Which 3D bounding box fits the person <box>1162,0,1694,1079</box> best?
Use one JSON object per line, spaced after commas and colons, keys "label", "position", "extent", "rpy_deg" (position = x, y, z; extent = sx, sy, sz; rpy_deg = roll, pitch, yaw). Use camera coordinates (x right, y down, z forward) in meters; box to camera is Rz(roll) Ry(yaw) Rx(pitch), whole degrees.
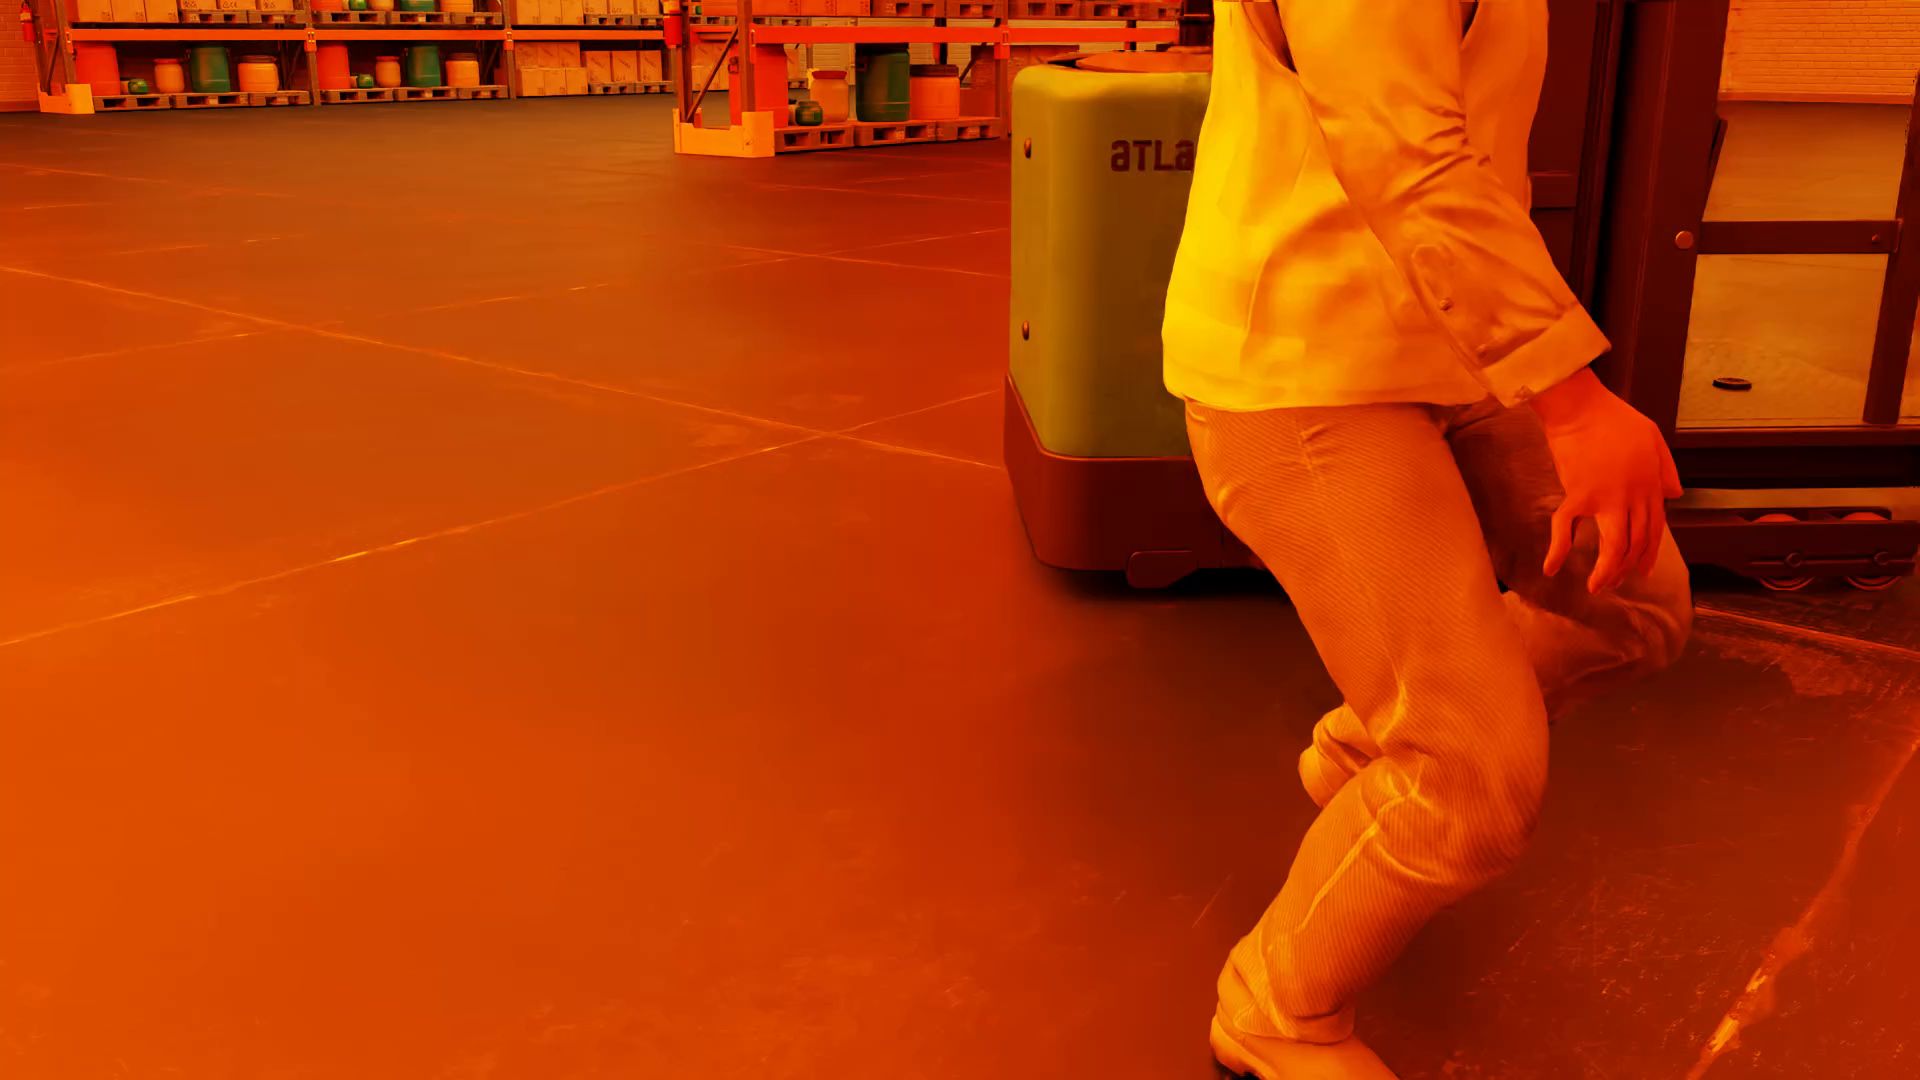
{"label": "person", "position": [0.493, -0.206, 1.779], "extent": [0.604, 1.674, 0.802], "rpy_deg": [10, 19, 29]}

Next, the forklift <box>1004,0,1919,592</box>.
{"label": "forklift", "position": [1.653, -1.444, 3.654], "extent": [3.031, 2.935, 1.130], "rpy_deg": [-1, 17, -3]}
